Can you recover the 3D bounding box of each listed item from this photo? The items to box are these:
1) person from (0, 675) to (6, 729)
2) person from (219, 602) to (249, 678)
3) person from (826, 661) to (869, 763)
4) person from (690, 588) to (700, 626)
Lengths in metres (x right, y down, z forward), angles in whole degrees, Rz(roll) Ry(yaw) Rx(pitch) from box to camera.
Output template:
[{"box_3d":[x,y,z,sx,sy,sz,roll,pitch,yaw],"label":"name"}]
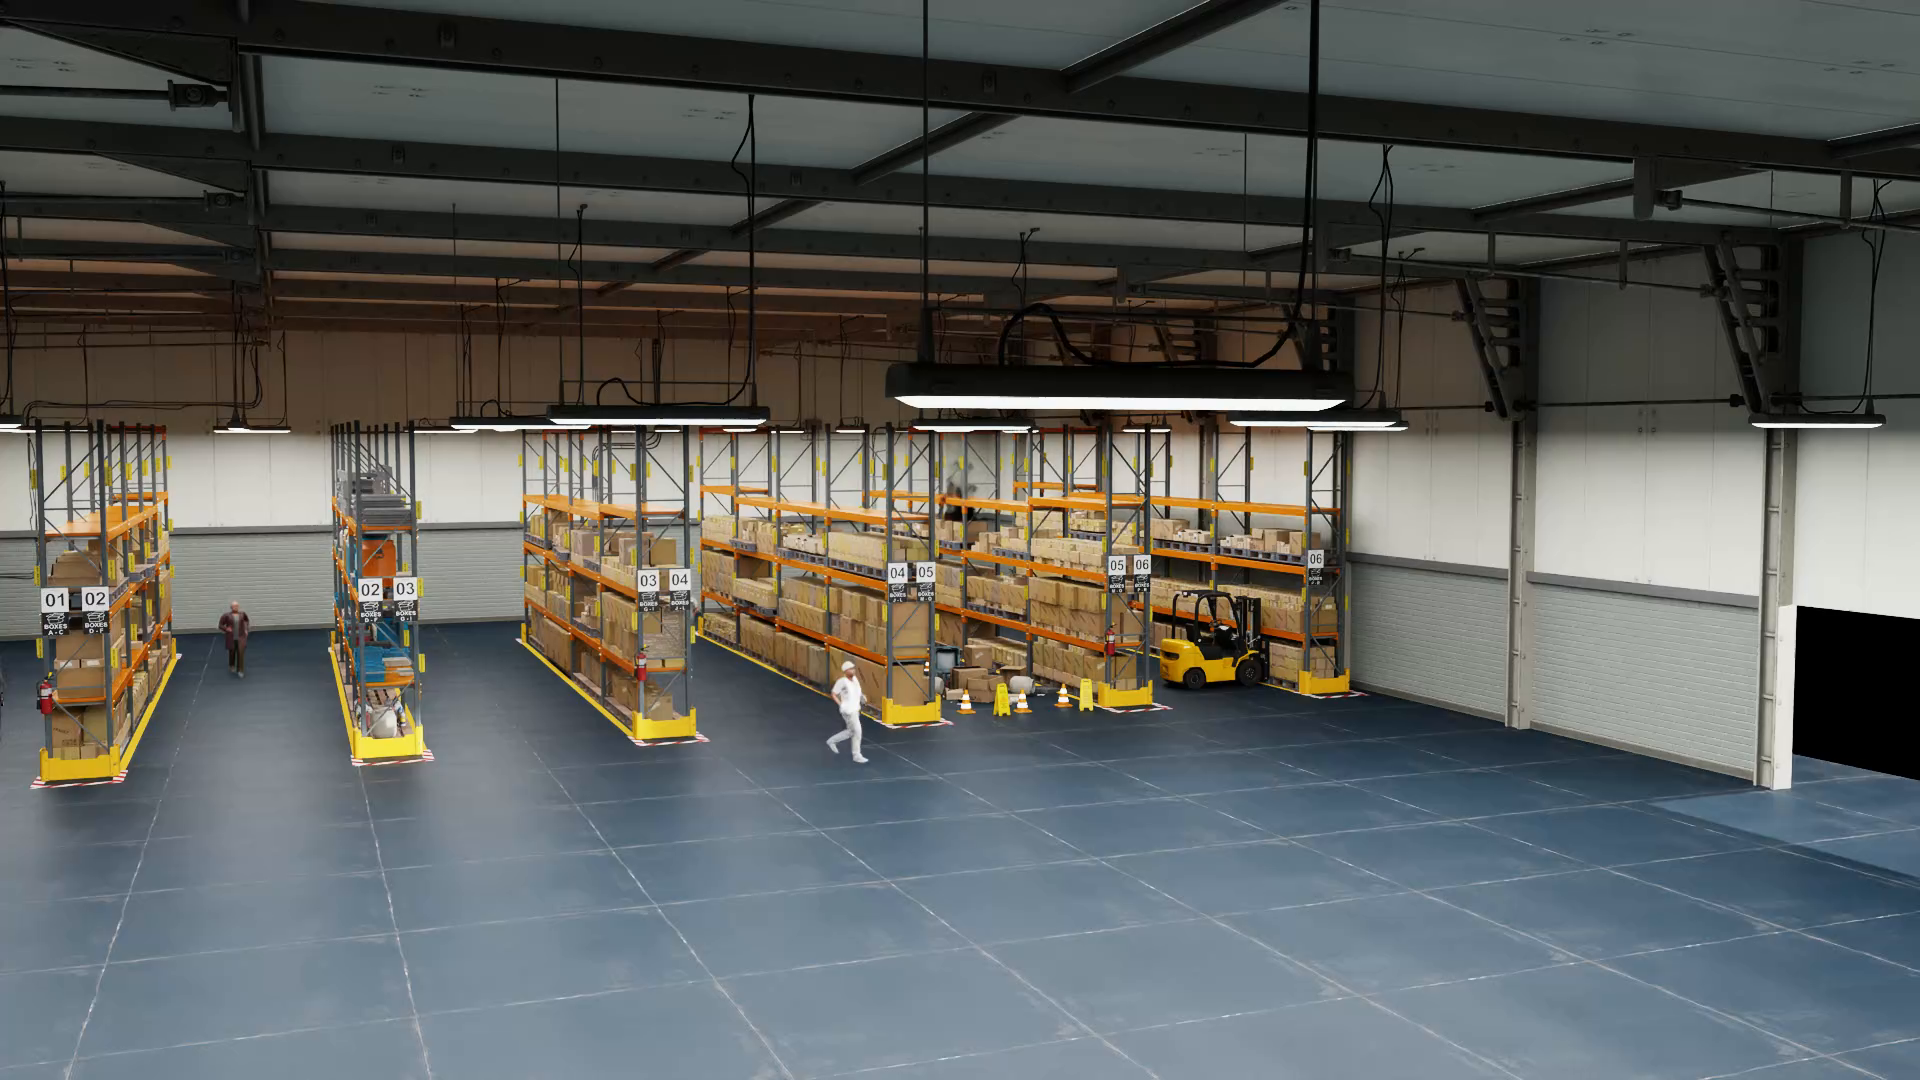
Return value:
[{"box_3d":[-17.361,3.018,29.680,0.609,1.756,0.786,-2,4,-31],"label":"person"},{"box_3d":[-17.217,2.348,39.483,0.704,1.771,1.070,-2,4,-31],"label":"person"},{"box_3d":[-1.983,3.014,29.310,0.824,1.777,0.673,1,4,21],"label":"person"},{"box_3d":[-7.178,2.119,43.779,0.659,1.786,0.680,-1,4,-19],"label":"person"}]
